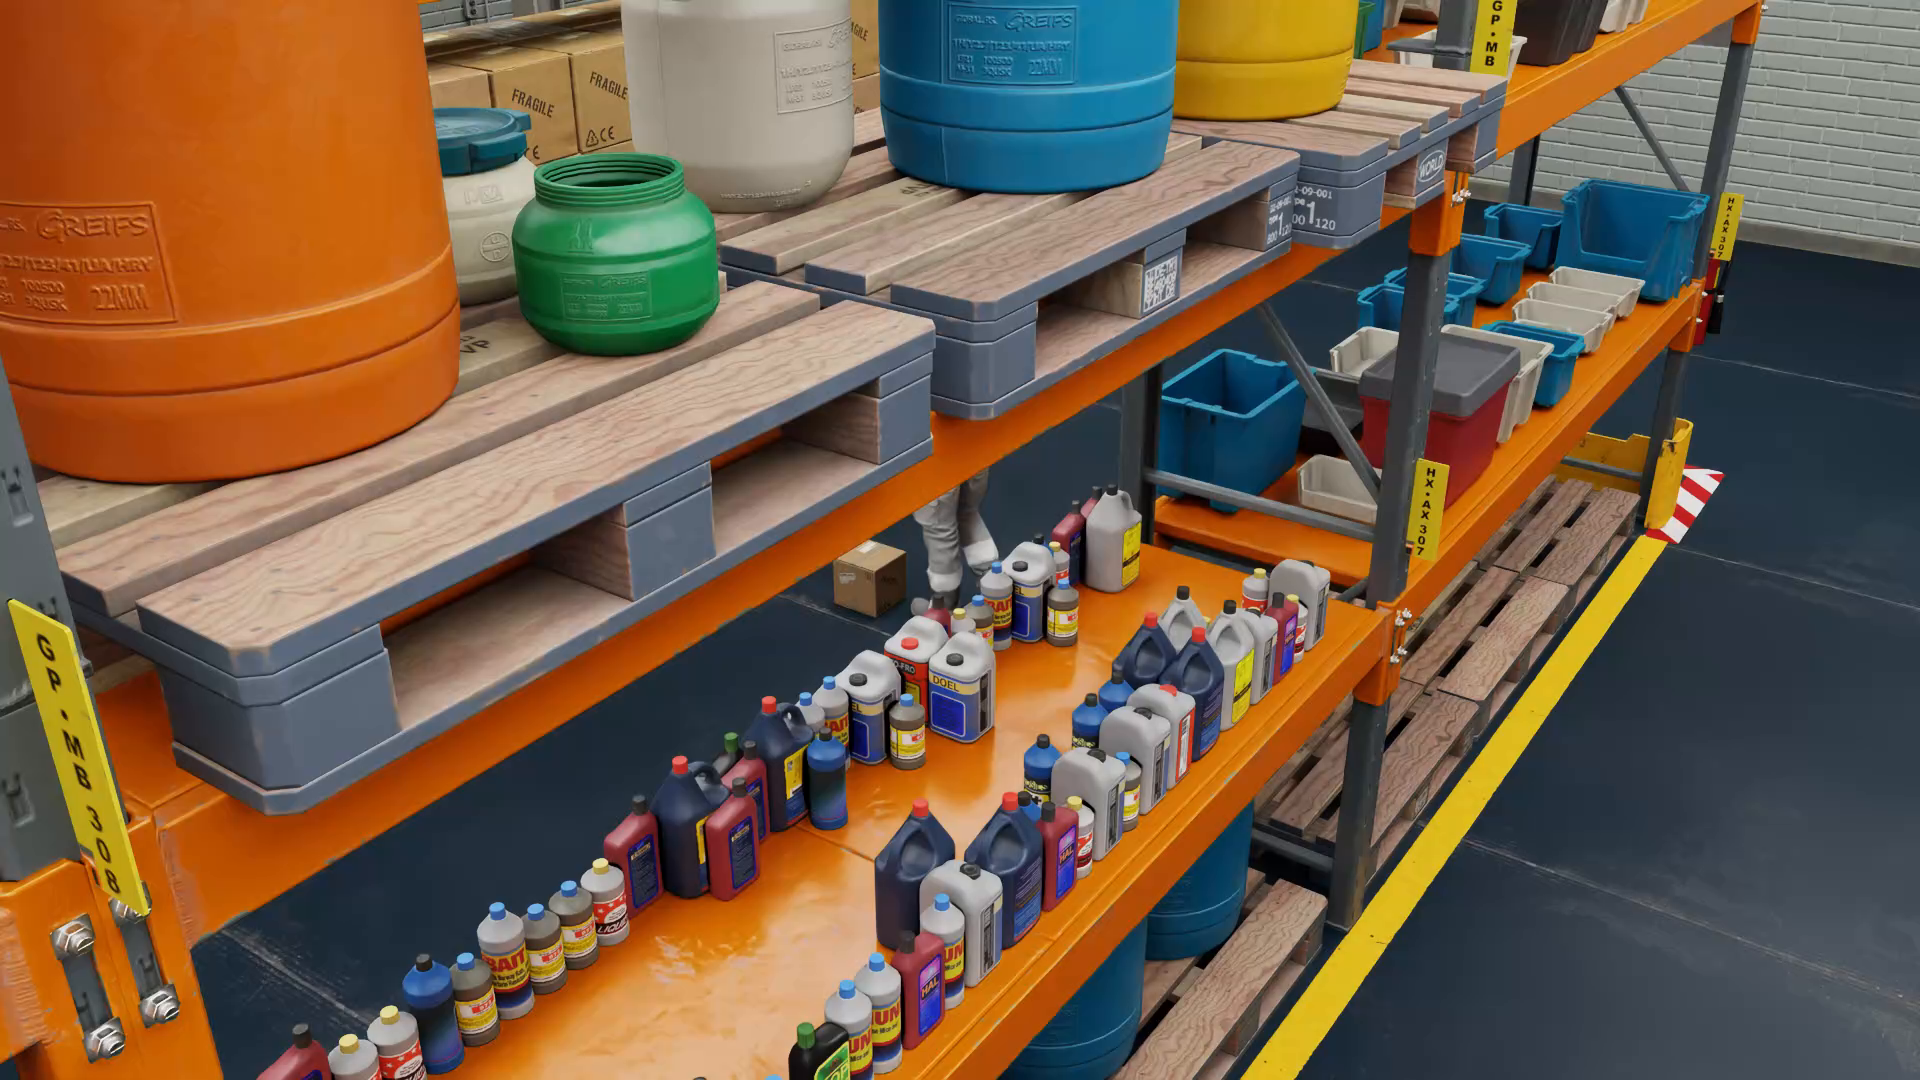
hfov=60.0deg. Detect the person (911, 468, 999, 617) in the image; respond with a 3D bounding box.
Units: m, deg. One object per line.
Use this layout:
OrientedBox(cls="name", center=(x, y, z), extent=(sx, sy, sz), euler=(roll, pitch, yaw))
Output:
OrientedBox(cls="person", center=(-0.050, -0.385, 7.353), extent=(0.466, 1.819, 0.565), euler=(24, 35, 39))
